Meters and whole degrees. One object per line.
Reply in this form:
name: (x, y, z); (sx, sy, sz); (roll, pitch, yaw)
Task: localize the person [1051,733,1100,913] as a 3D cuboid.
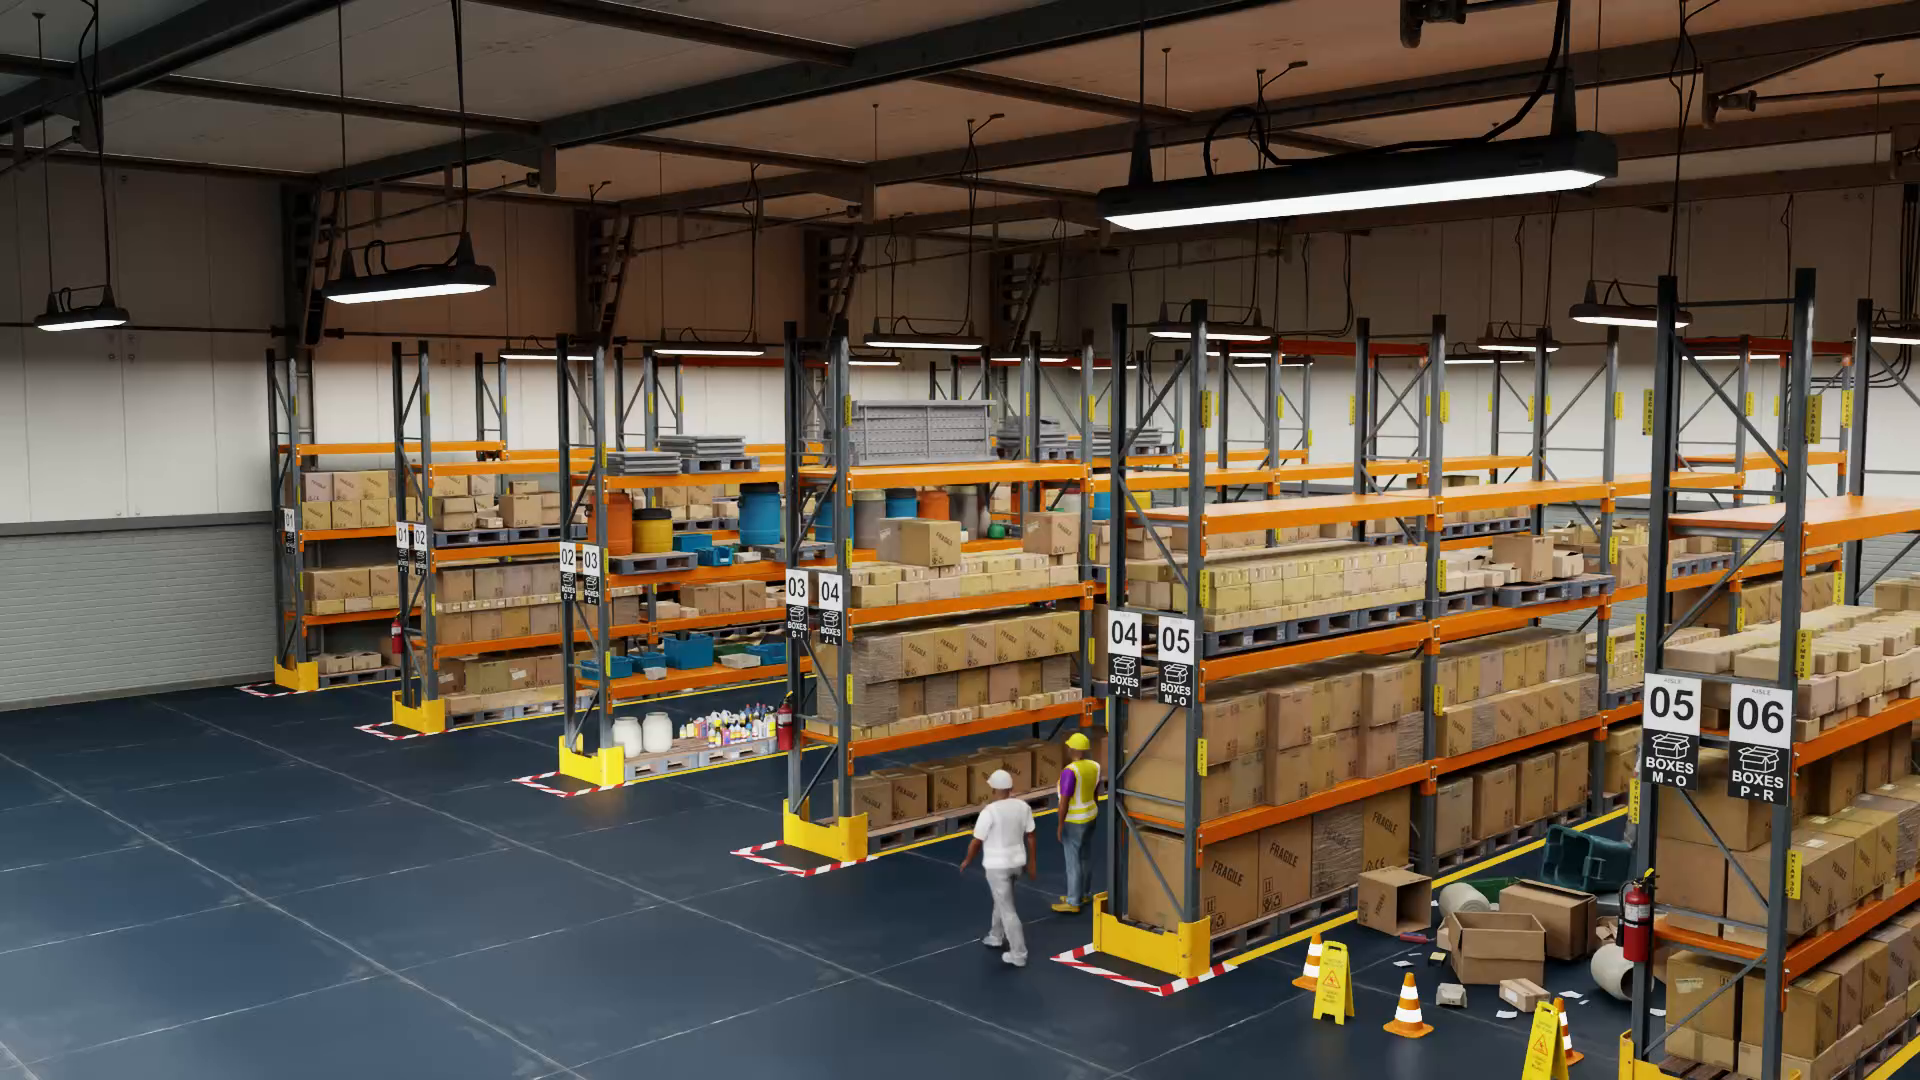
person: (1.172, 2.822, 16.765); (0.396, 1.770, 0.631); (3, 6, 30)

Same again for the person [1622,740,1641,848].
person: (7.838, 2.744, 18.973); (0.502, 1.595, 0.396); (-1, 5, -8)

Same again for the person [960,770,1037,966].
person: (0.354, 2.965, 15.226); (0.610, 1.755, 0.835); (-5, 7, -43)
